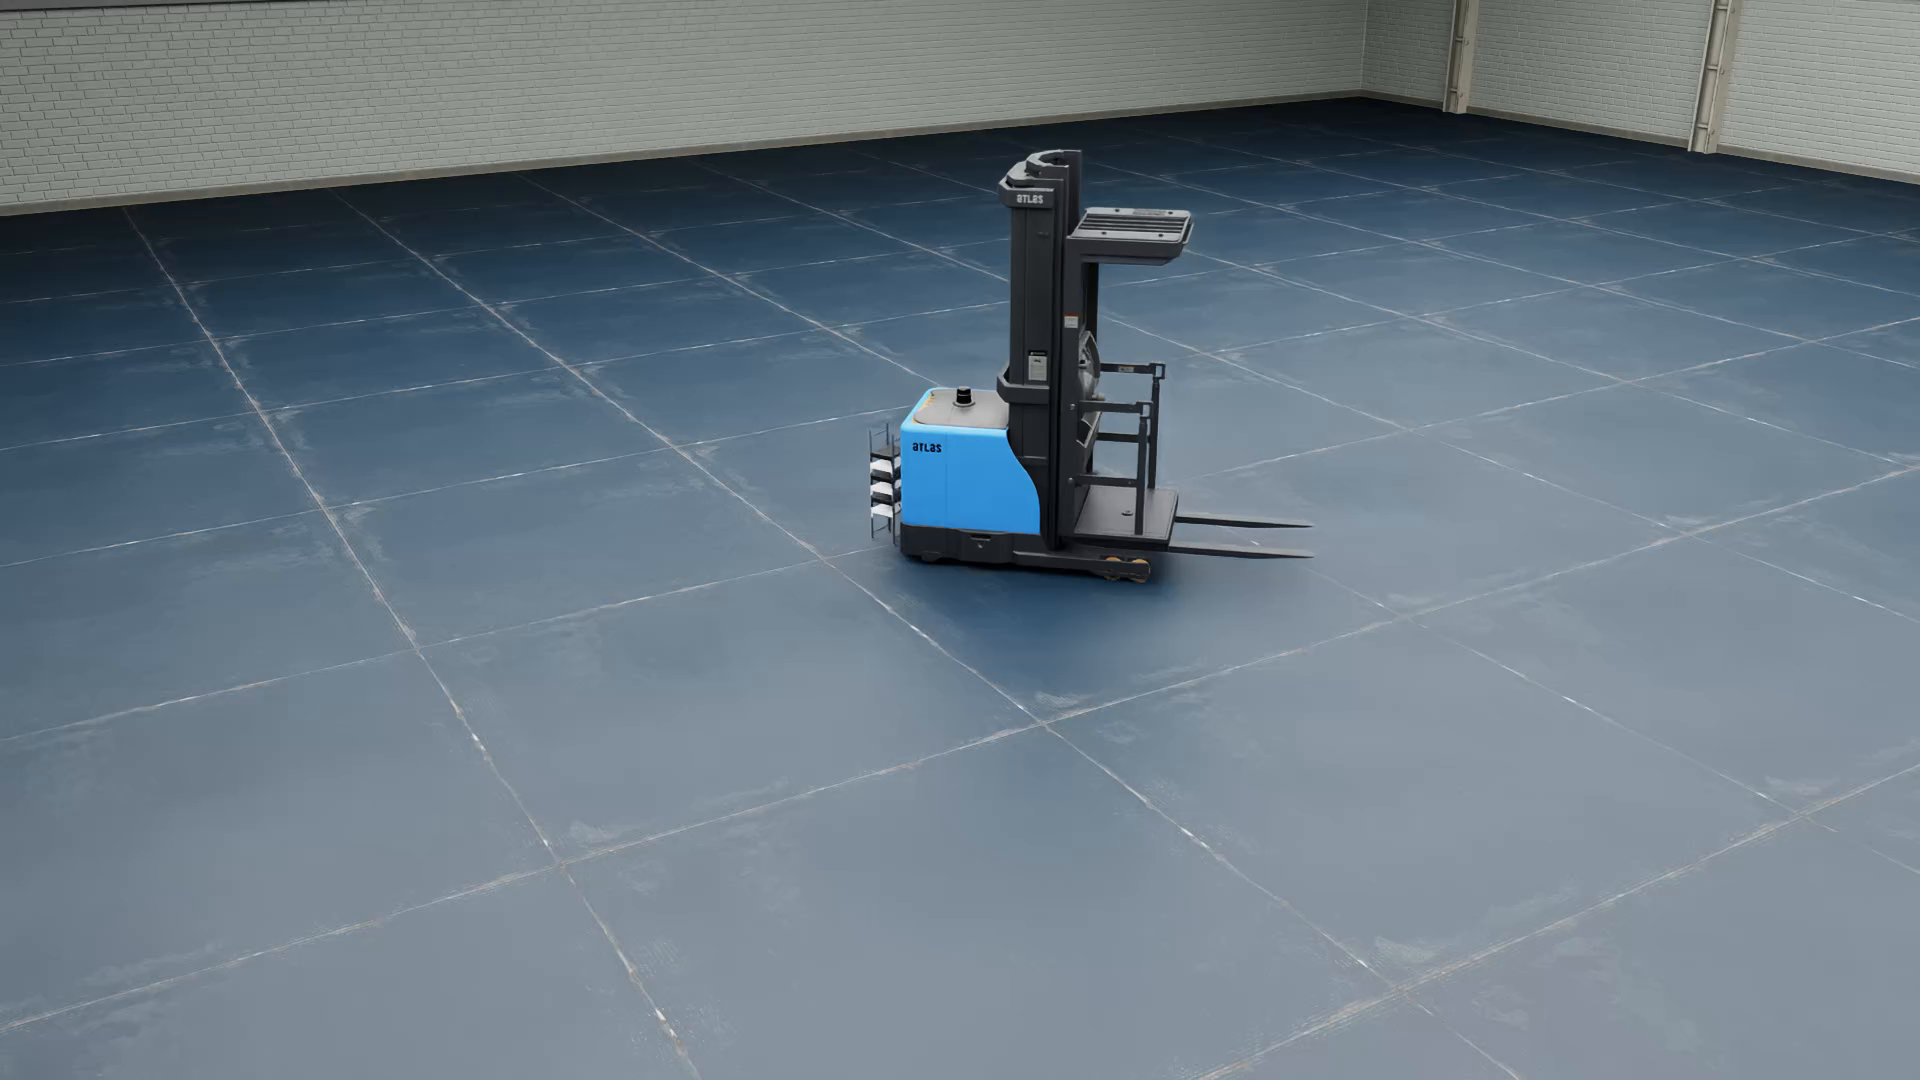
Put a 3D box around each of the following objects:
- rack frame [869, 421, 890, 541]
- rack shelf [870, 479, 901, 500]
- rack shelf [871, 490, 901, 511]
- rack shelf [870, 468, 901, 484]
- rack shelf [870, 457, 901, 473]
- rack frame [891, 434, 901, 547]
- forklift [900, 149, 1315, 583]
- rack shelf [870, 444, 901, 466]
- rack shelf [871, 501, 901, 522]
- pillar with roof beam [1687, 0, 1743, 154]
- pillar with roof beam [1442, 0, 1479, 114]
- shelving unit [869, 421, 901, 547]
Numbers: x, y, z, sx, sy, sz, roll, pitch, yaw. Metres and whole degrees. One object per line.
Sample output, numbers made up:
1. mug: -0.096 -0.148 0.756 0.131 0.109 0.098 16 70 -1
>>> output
1. rack frame: -0.612 -0.446 12.714 0.006 0.900 0.240 14 26 30
2. rack shelf: -0.527 -0.395 12.676 0.200 0.077 0.258 14 26 30
3. rack shelf: -0.527 -0.311 12.710 0.200 0.077 0.258 14 26 30
4. rack shelf: -0.527 -0.478 12.642 0.200 0.077 0.258 14 26 30
5. rack shelf: -0.527 -0.561 12.608 0.200 0.077 0.258 14 26 30
6. rack frame: -0.441 -0.405 12.612 0.006 0.900 0.240 14 26 30
7. forklift: 1.122 -1.268 12.038 3.031 2.935 1.130 4 23 11
8. rack shelf: -0.527 -0.645 12.574 0.200 0.077 0.258 14 26 30
9. rack shelf: -0.527 -0.228 12.743 0.200 0.077 0.258 14 26 30
10. pillar with roof beam: 9.745 -10.378 26.393 9.100 9.000 0.400 -13 25 -28
11. pillar with roof beam: 6.680 -12.320 31.171 9.100 9.000 0.400 -13 25 -28
12. shelving unit: -0.527 -0.425 12.663 0.210 0.900 0.258 14 26 30
